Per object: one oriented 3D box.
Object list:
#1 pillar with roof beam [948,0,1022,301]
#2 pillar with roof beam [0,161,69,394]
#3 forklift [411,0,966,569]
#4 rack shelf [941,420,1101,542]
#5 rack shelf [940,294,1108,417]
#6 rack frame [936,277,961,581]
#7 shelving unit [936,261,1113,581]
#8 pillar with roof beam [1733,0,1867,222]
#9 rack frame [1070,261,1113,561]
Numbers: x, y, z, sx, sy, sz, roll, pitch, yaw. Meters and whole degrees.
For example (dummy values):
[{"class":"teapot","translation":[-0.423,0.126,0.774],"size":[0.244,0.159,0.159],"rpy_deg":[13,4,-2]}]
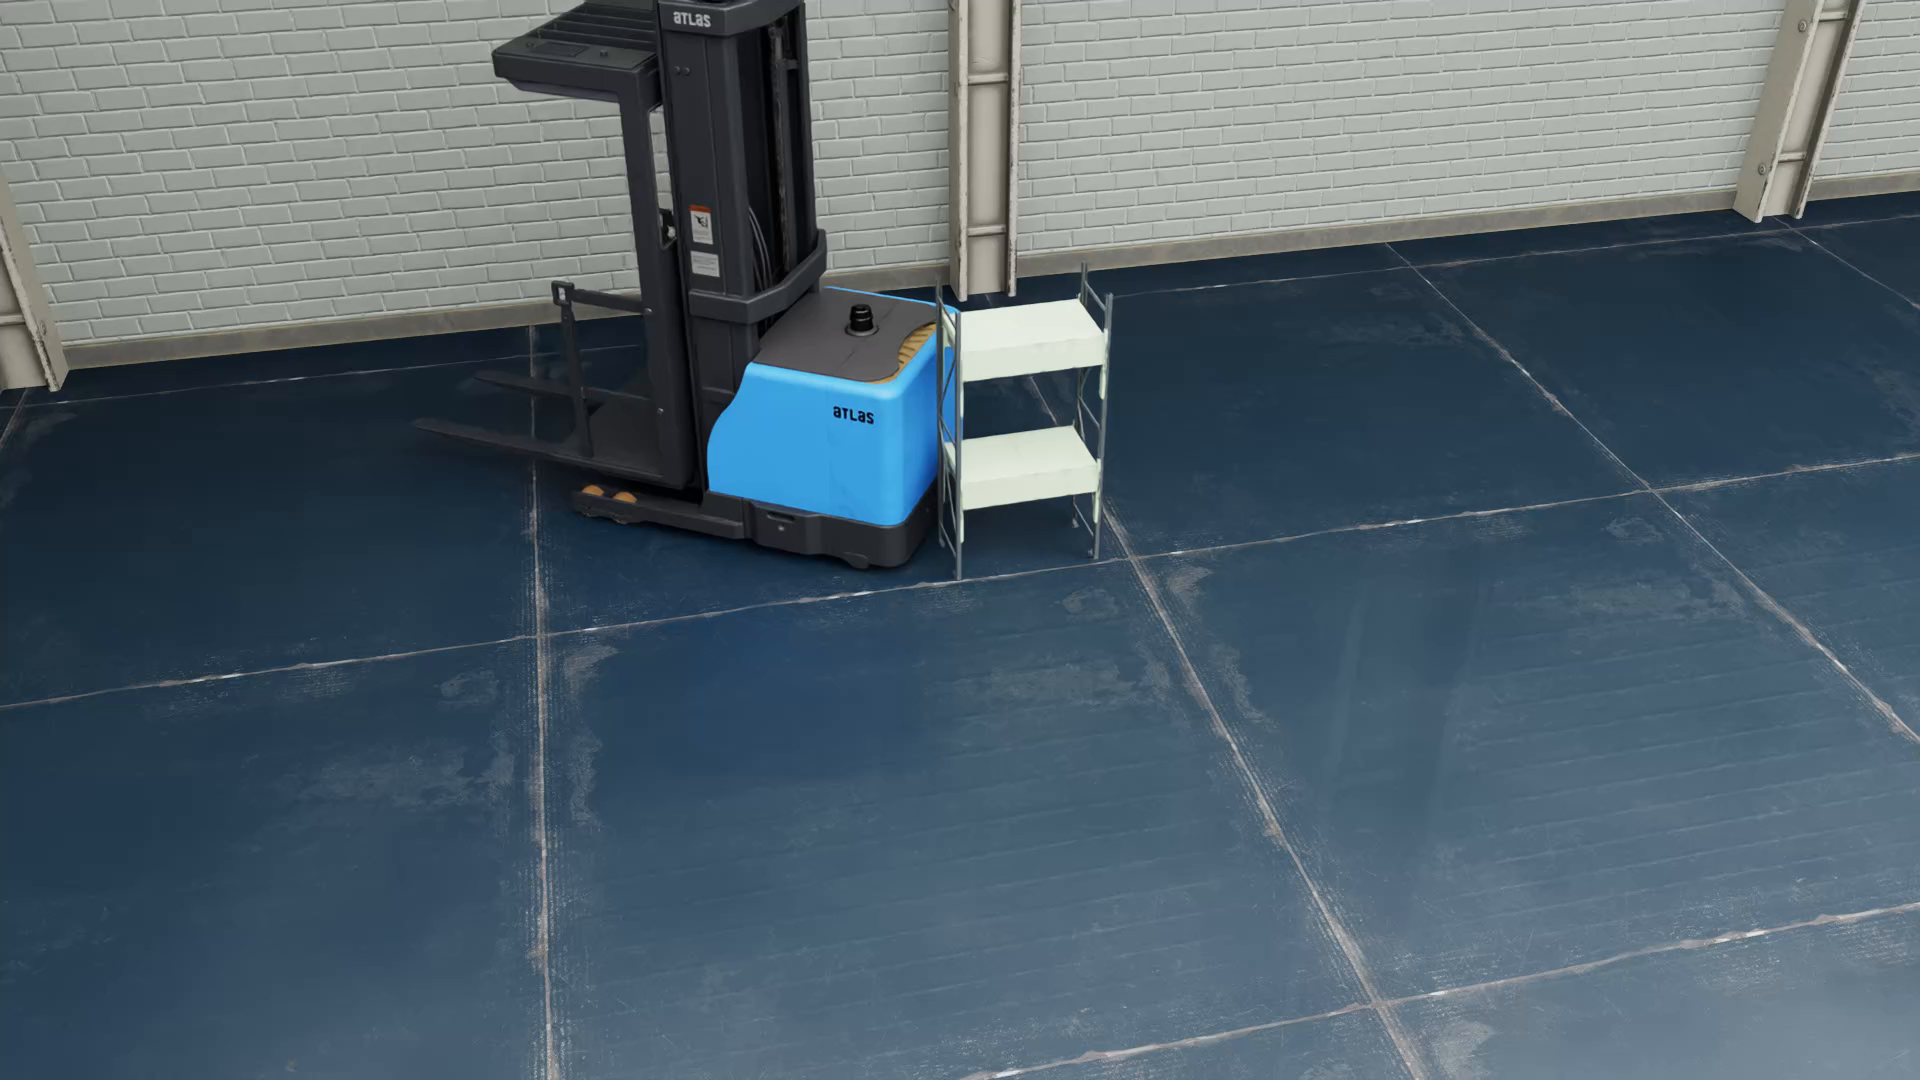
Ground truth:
[{"class":"pillar with roof beam","translation":[1.102,-3.102,5.296],"size":[0.400,9.000,9.100],"rpy_deg":[-7,35,-11]},{"class":"pillar with roof beam","translation":[-4.750,-2.364,4.197],"size":[0.400,9.000,9.100],"rpy_deg":[-7,35,-11]},{"class":"forklift","translation":[-1.542,-1.566,8.454],"size":[3.031,2.935,1.130],"rpy_deg":[11,36,16]},{"class":"rack shelf","translation":[0.299,-0.303,8.440],"size":[0.720,0.370,0.431],"rpy_deg":[-8,35,-12]},{"class":"rack shelf","translation":[0.299,-0.897,8.041],"size":[0.720,0.370,0.431],"rpy_deg":[-8,35,-12]},{"class":"rack frame","translation":[-0.055,-0.522,8.181],"size":[0.023,1.500,0.400],"rpy_deg":[-8,35,-12]},{"class":"shelving unit","translation":[0.299,-0.573,8.258],"size":[0.755,1.500,0.431],"rpy_deg":[-8,35,-12]},{"class":"pillar with roof beam","translation":[6.954,-3.839,6.395],"size":[0.400,9.000,9.100],"rpy_deg":[-7,35,-11]},{"class":"rack frame","translation":[0.653,-0.625,8.336],"size":[0.023,1.500,0.400],"rpy_deg":[-8,35,-12]}]
